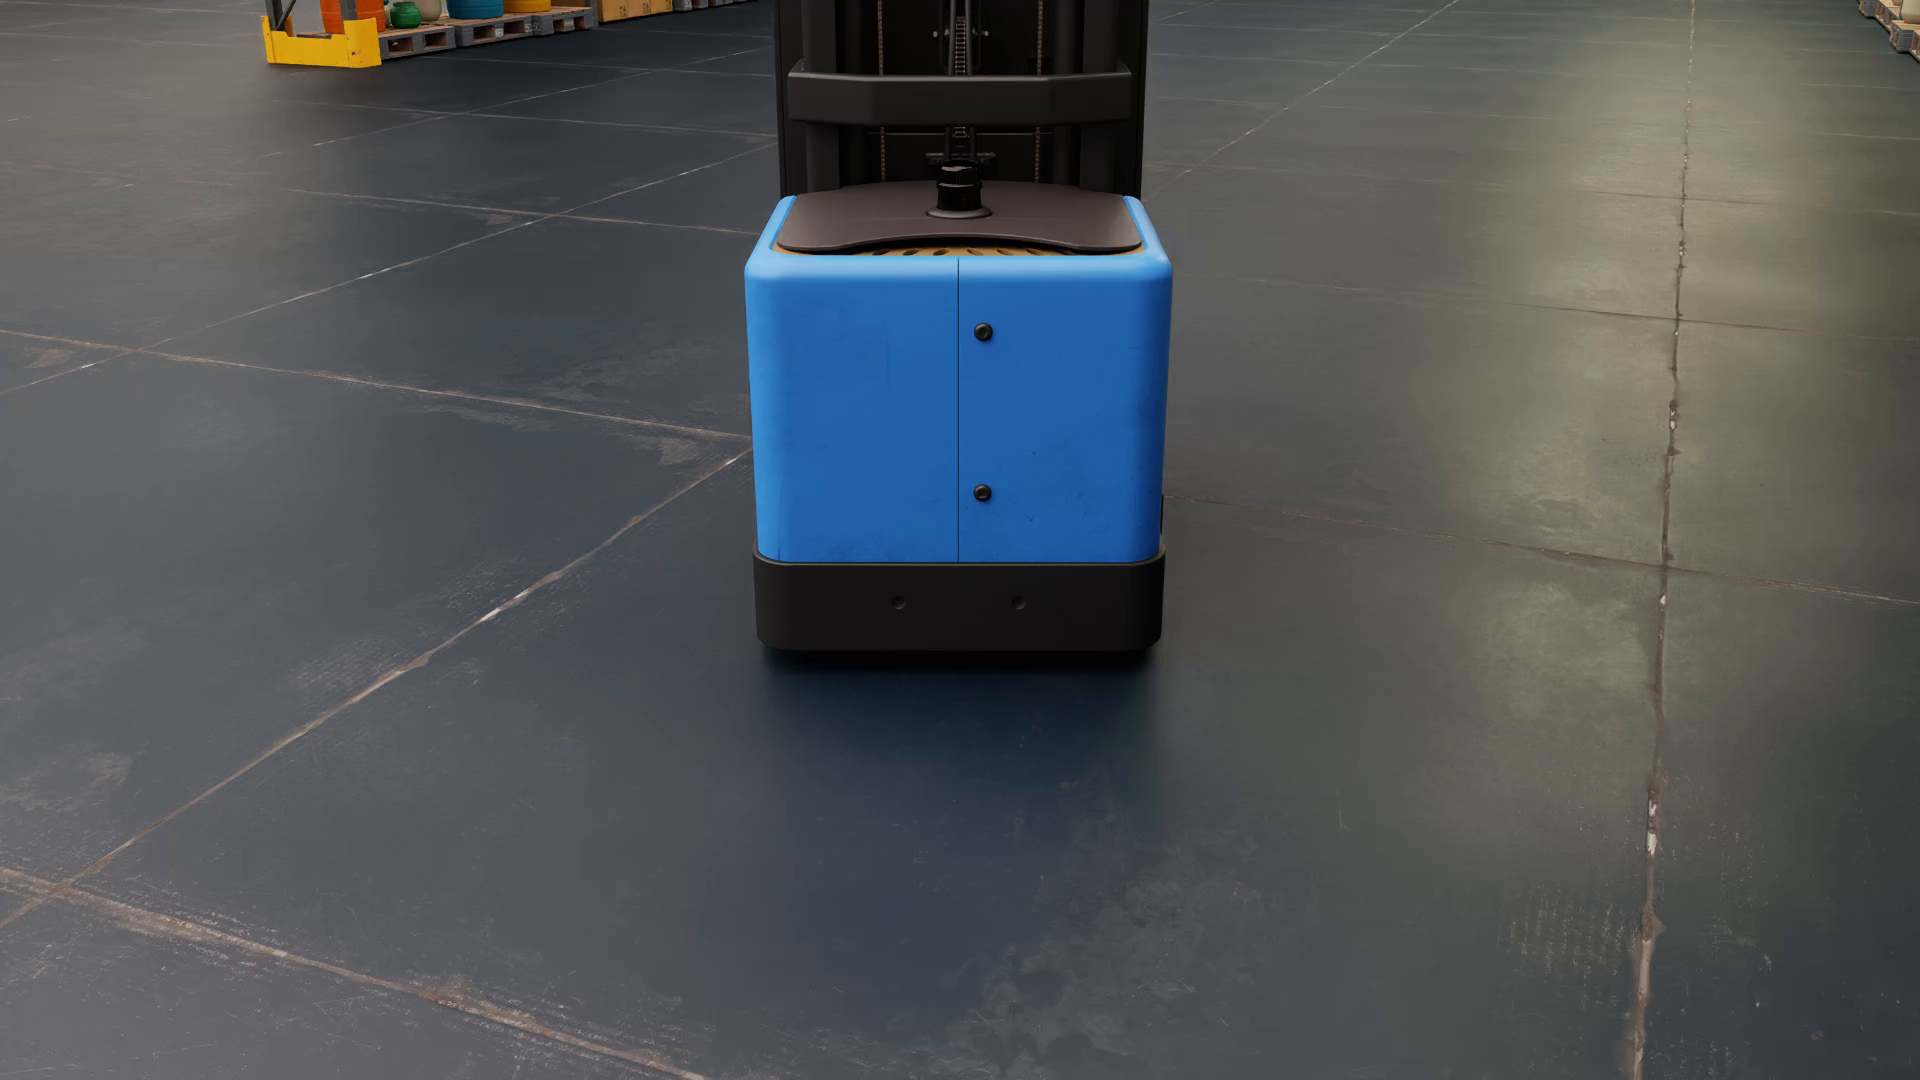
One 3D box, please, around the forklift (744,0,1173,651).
[{"bbox_3d":[0.002,-1.587,5.089,1.130,2.935,3.031,0,23,0],"label":"forklift"}]
